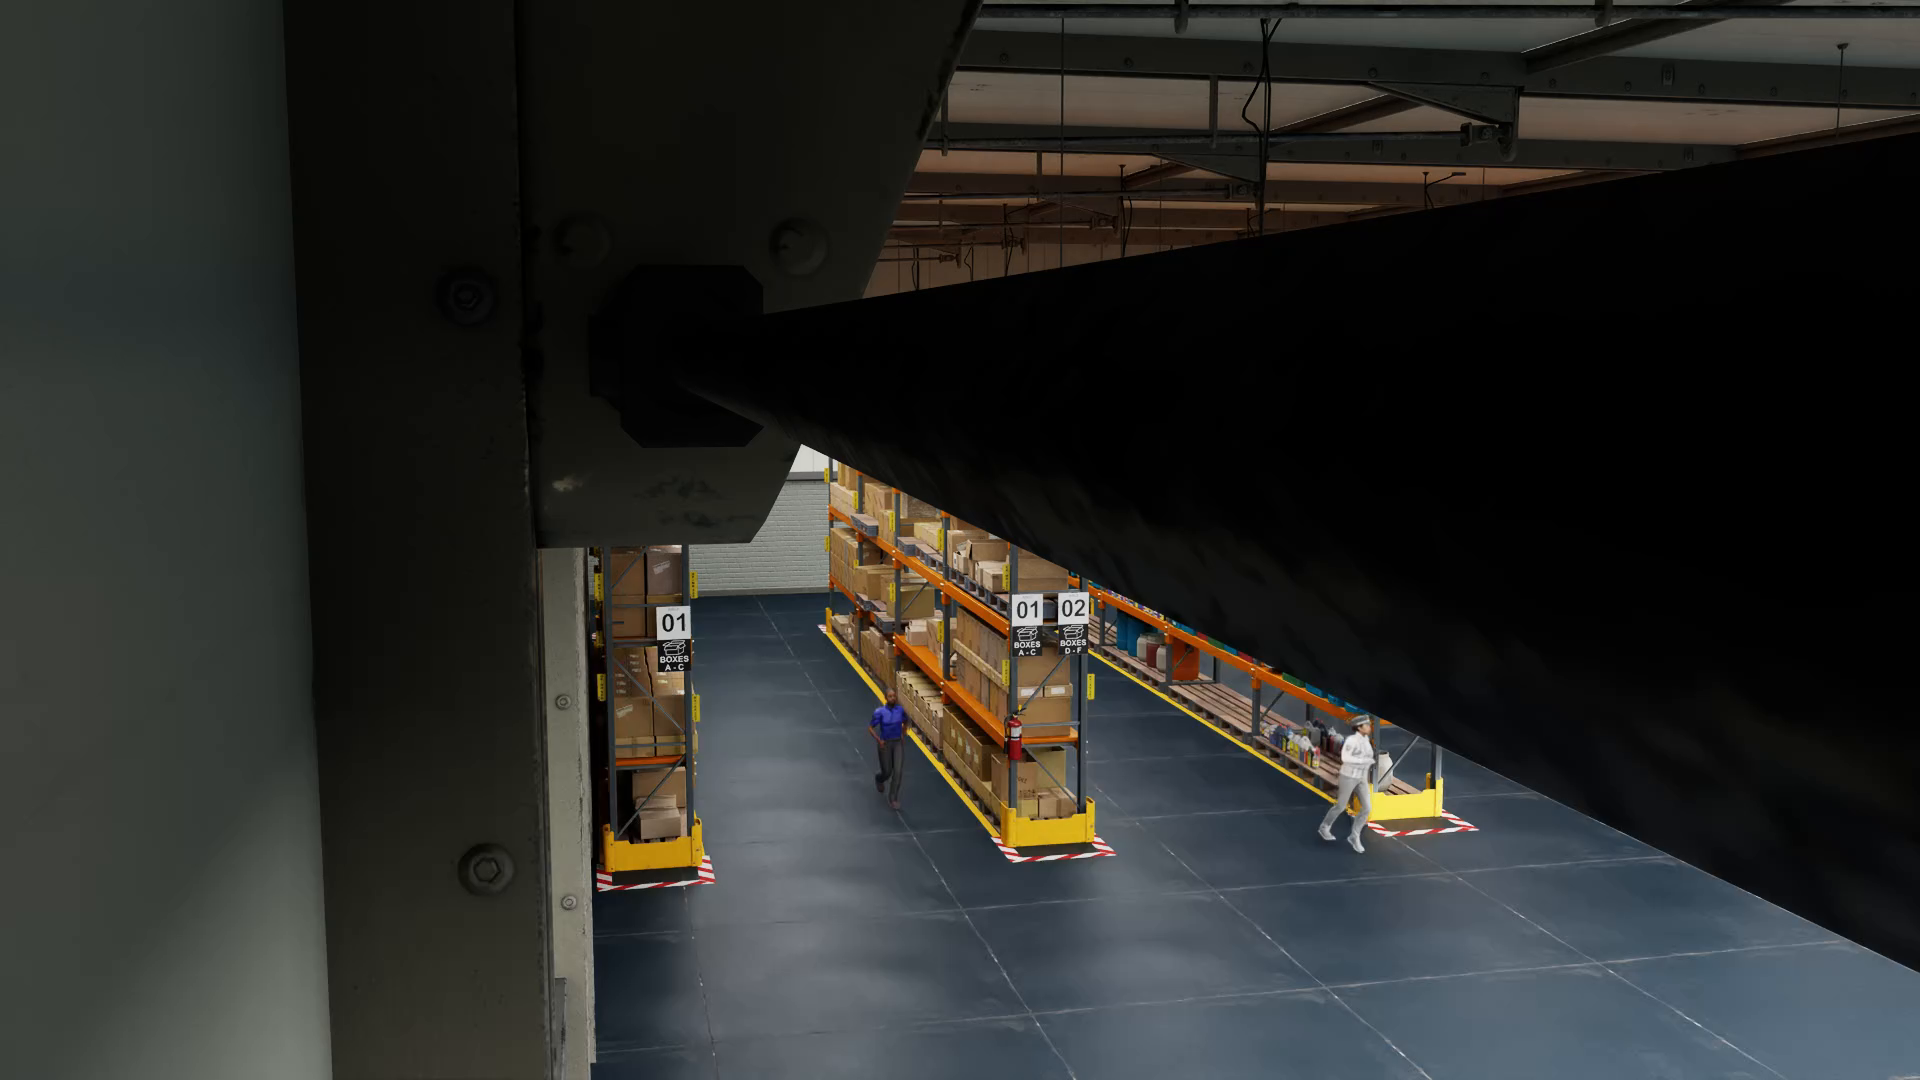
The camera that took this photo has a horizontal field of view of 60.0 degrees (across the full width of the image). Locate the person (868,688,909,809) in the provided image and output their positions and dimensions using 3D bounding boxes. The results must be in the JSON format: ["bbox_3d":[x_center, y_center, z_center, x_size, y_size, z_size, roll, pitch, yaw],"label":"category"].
[{"bbox_3d":[-0.959,2.824,22.793,0.593,1.618,0.727,-3,7,-22],"label":"person"}]

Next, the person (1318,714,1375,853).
[{"bbox_3d":[4.979,3.026,20.993,0.623,1.712,0.704,-5,8,-36],"label":"person"}]
